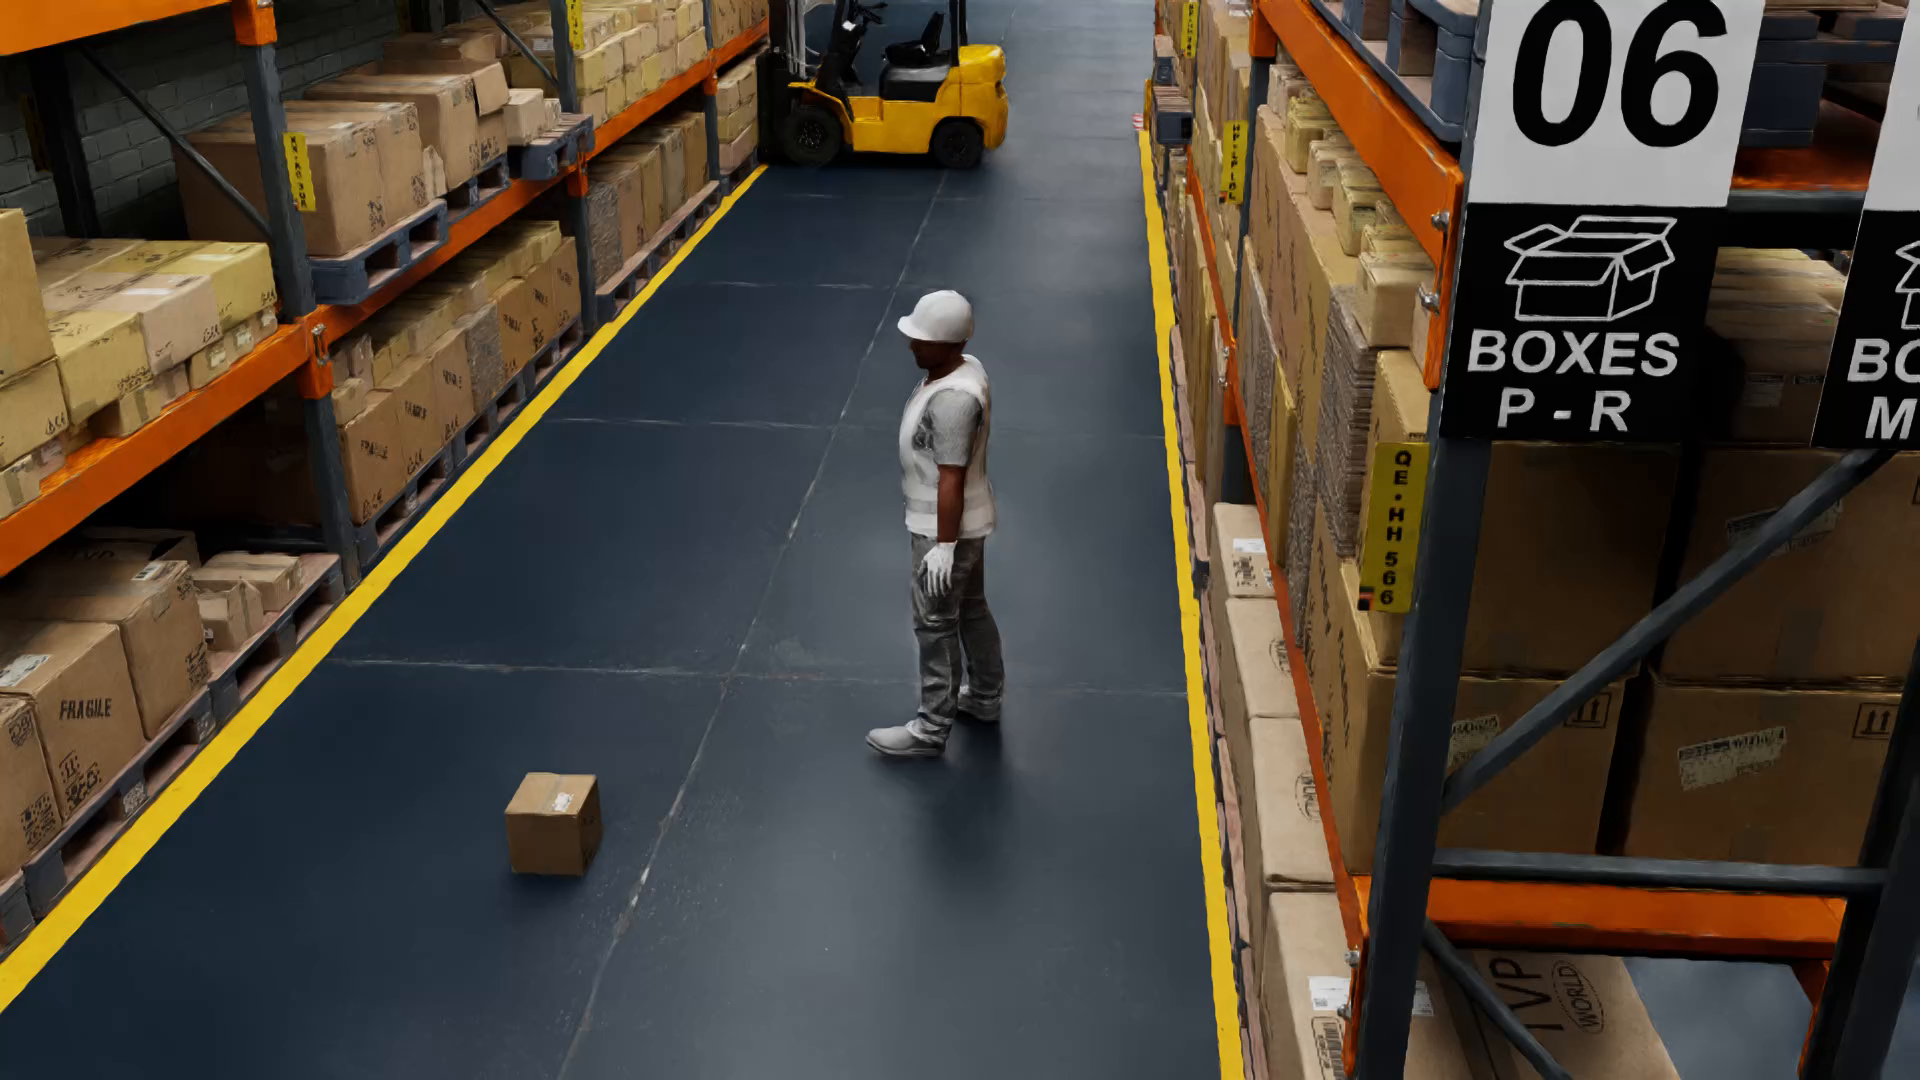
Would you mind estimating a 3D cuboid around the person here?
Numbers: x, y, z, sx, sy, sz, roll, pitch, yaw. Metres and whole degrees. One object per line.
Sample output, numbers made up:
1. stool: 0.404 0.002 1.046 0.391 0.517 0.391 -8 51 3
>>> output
1. person: -0.090 -0.056 6.142 0.514 1.784 0.646 2 24 4
